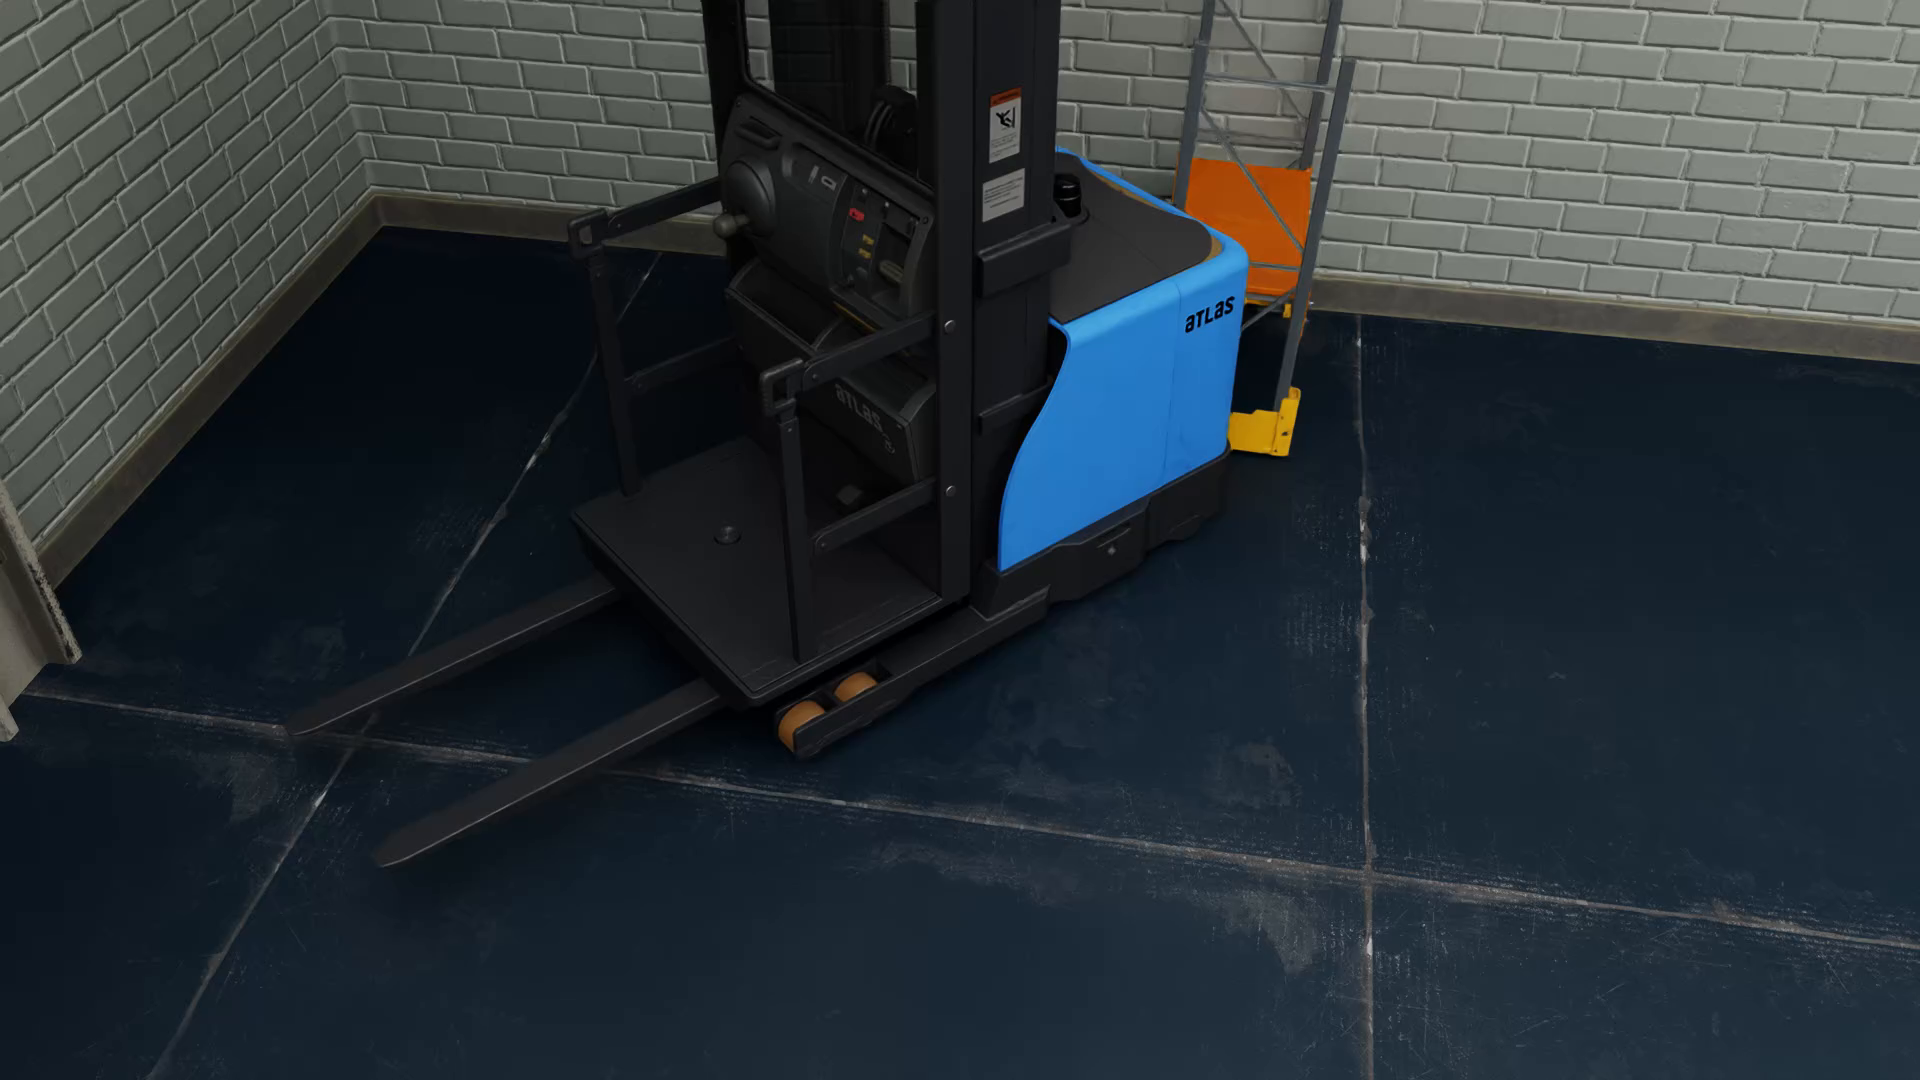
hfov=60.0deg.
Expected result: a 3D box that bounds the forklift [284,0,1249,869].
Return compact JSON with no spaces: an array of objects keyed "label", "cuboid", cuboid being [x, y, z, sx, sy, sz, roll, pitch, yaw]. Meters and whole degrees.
[{"label":"forklift","cuboid":[-0.547,-0.865,4.496,3.031,2.935,1.130,-27,47,-29]}]

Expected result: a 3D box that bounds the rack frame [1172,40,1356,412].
[{"label":"rack frame","cuboid":[0.950,-0.942,5.659,0.500,1.500,0.032,8,39,6]}]

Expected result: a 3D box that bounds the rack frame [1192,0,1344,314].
[{"label":"rack frame","cuboid":[1.126,-1.563,6.444,0.500,1.500,0.032,8,39,6]}]

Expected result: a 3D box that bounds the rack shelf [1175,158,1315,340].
[{"label":"rack shelf","cuboid":[1.030,-1.113,6.164,0.538,0.185,1.000,8,39,6]}]

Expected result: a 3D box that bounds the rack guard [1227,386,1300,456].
[{"label":"rack guard","cuboid":[0.924,-0.467,6.065,0.587,0.250,0.087,8,39,6]}]

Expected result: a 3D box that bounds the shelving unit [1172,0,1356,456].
[{"label":"shelving unit","cuboid":[1.040,-1.258,6.058,0.587,1.500,1.083,8,39,6]}]

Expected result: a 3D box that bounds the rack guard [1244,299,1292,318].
[{"label":"rack guard","cuboid":[1.097,-1.076,6.834,0.587,0.250,0.087,8,39,6]}]
